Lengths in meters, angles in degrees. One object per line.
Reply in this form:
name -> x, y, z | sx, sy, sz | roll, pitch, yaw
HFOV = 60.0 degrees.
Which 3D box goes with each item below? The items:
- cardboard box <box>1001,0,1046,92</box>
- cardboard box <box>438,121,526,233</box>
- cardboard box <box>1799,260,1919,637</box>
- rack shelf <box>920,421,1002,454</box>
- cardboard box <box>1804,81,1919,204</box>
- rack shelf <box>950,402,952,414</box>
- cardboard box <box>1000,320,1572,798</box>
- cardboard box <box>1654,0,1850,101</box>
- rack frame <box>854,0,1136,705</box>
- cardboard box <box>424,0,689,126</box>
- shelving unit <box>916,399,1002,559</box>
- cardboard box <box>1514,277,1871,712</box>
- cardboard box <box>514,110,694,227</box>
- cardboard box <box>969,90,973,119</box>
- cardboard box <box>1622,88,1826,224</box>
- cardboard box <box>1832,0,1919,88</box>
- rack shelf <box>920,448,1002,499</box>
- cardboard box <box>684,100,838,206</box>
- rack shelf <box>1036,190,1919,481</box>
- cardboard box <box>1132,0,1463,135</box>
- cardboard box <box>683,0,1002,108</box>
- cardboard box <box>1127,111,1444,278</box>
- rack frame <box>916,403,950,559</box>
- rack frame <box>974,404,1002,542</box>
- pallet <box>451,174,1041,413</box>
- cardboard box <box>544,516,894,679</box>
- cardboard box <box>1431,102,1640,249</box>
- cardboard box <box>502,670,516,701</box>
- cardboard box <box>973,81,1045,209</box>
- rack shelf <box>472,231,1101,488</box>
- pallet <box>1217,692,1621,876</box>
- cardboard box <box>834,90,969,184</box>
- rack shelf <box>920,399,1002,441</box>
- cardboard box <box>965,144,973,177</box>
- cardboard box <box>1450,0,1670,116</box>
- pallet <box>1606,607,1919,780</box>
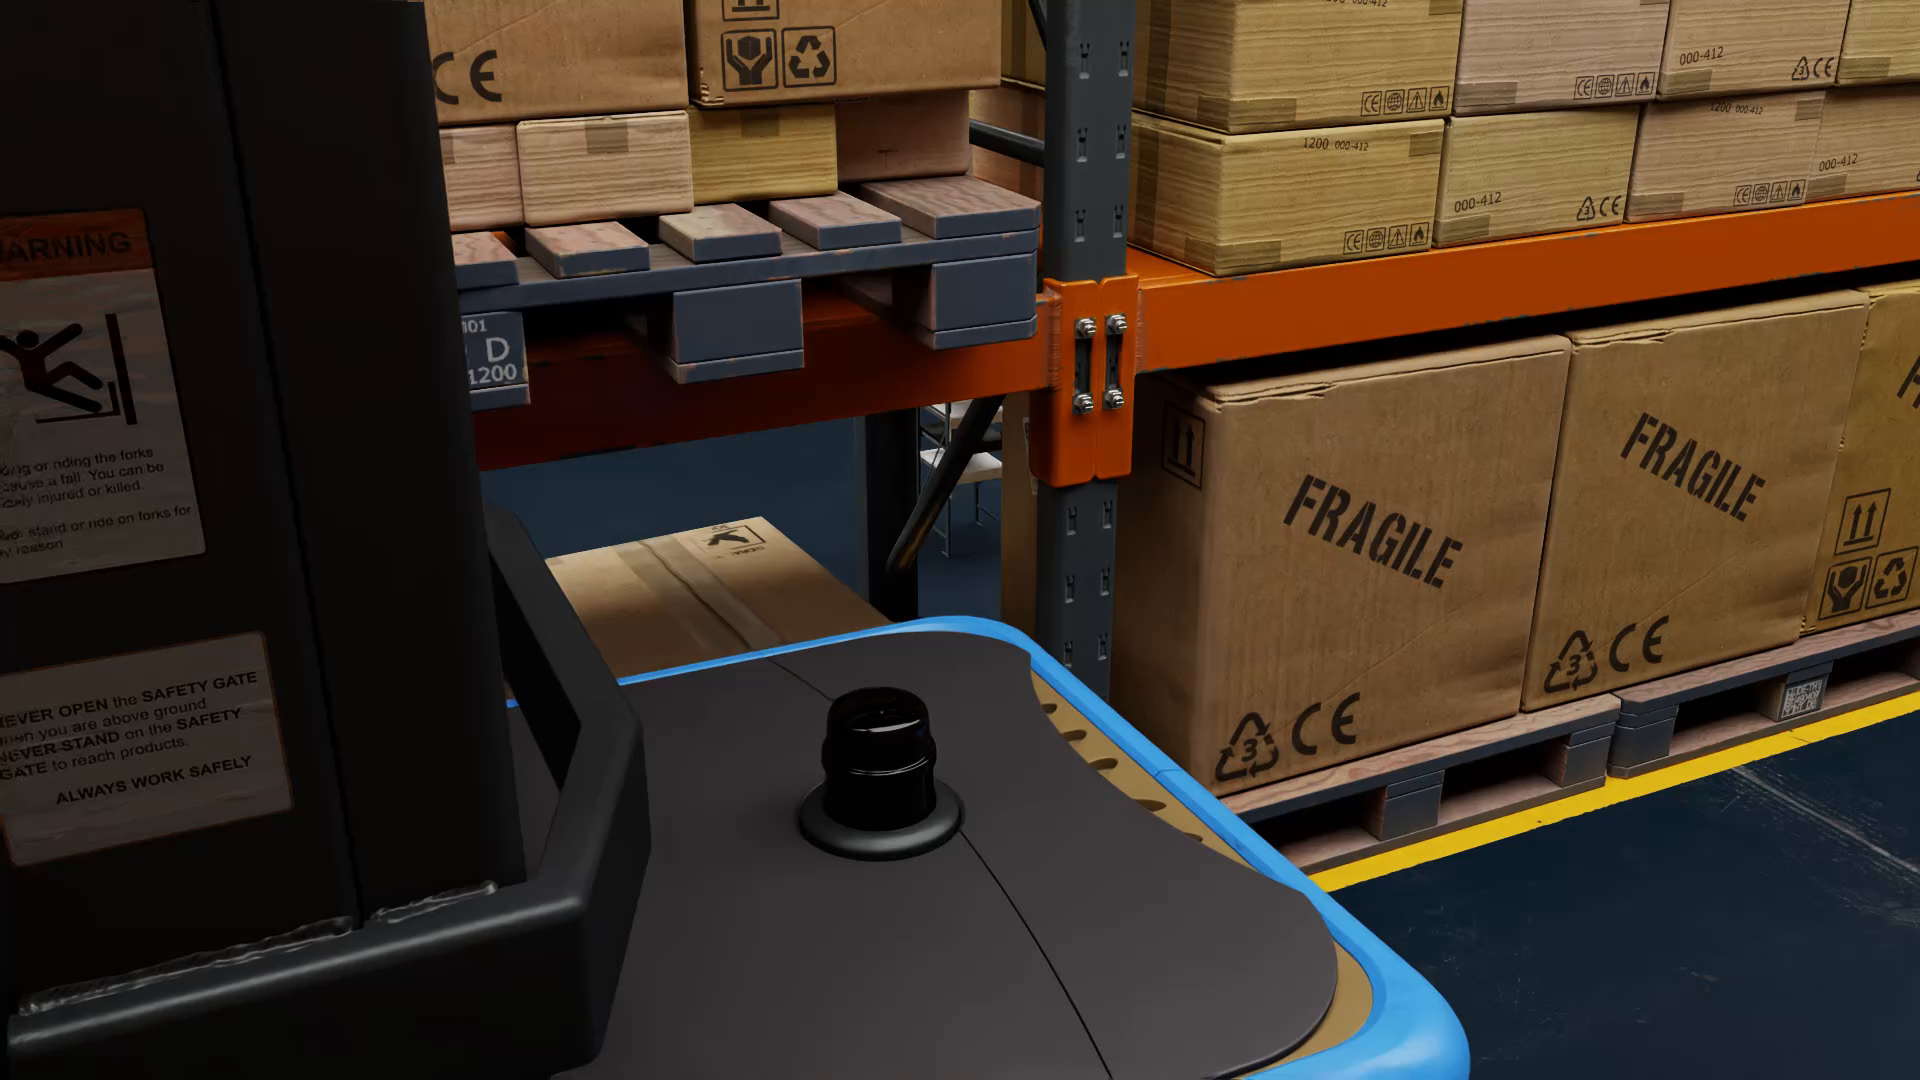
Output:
cardboard box -> 0.347, -1.115, 3.565 | 0.500, 0.250, 0.500 | -11, 25, -24
cardboard box -> -0.821, -0.563, 2.466 | 0.250, 0.149, 0.380 | -12, 25, -26
cardboard box -> 2.290, -0.379, 4.472 | 0.875, 0.875, 0.875 | -10, 24, -22
rack shelf -> 0.007, -0.303, 5.128 | 0.200, 0.077, 0.258 | -10, 25, -24
cardboard box -> 1.944, -0.970, 3.868 | 0.500, 0.250, 0.500 | -10, 25, -24
rack shelf -> 0.007, -0.469, 5.059 | 0.200, 0.077, 0.258 | -10, 25, -24
cardboard box -> 0.679, -0.084, 3.760 | 0.875, 0.875, 0.875 | -11, 25, -24
cardboard box -> 1.505, -1.110, 3.552 | 0.500, 0.250, 0.500 | -11, 25, -24
rack frame -> 0.021, -0.786, 3.226 | 0.127, 3.000, 1.000 | -10, 25, -24
cardboard box -> -0.729, -0.903, 2.440 | 0.500, 0.500, 0.500 | -11, 25, -24
shelving unit -> 0.007, -0.417, 5.081 | 0.210, 0.900, 0.258 | -10, 25, -24
cardboard box -> 1.485, -0.230, 4.114 | 0.875, 0.875, 0.875 | -10, 25, -23
cardboard box -> -0.590, -0.602, 2.561 | 0.250, 0.149, 0.380 | -11, 25, -24
cardboard box -> -0.114, -2.140, 8.237 | 0.500, 0.250, 0.500 | -12, 25, -26
cardboard box -> 1.501, -0.887, 3.667 | 0.500, 0.250, 0.500 | -10, 24, -22
cardboard box -> 1.968, -1.190, 3.745 | 0.500, 0.250, 0.500 | -10, 24, -23
rack shelf -> 0.007, -0.220, 5.163 | 0.200, 0.077, 0.258 | -10, 25, -24
cardboard box -> -0.383, -0.659, 2.699 | 0.250, 0.149, 0.380 | -10, 25, -23
rack shelf -> 1.823, -0.785, 4.165 | 4.000, 0.370, 1.077 | -10, 25, -24
cardboard box -> 0.584, -0.946, 3.157 | 0.500, 0.250, 0.500 | -11, 25, -24
cardboard box -> -0.268, -0.992, 2.656 | 0.500, 0.500, 0.500 | -11, 25, -25
cardboard box -> 0.571, -0.711, 3.241 | 0.500, 0.250, 0.500 | -11, 25, -25
rack frame -> -0.084, -0.400, 5.040 | 0.006, 0.900, 0.240 | -10, 25, -24
rack frame -> 0.099, -0.434, 5.122 | 0.006, 0.900, 0.240 | -10, 25, -24
pallet -> -0.575, -0.542, 2.889 | 1.003, 0.211, 1.213 | -10, 25, -24
cardboard box -> -0.493, 0.325, 3.430 | 0.625, 0.372, 0.950 | -12, 25, -27
cardboard box -> 1.026, -0.802, 3.462 | 0.500, 0.250, 0.500 | -11, 25, -25
cardboard box -> -1.154, 0.450, 3.128 | 0.625, 0.372, 0.950 | -11, 25, -25
cardboard box -> 0.364, -0.890, 3.674 | 0.500, 0.250, 0.500 | -11, 25, -25
rack shelf -> -1.781, -0.122, 2.562 | 4.000, 0.370, 1.077 | -10, 25, -24
pallet -> 0.764, 0.398, 4.013 | 1.213, 0.211, 1.003 | -10, 25, -24
cardboard box -> -0.173, -0.728, 2.867 | 0.250, 0.149, 0.380 | -9, 24, -22
rack shelf -> 0.007, -0.386, 5.094 | 0.200, 0.077, 0.258 | -10, 25, -24
cardboard box -> -0.097, -1.799, 8.394 | 0.500, 0.500, 0.500 | -11, 25, -25
cardboard box -> 1.051, -1.032, 3.363 | 0.500, 0.250, 0.500 | -10, 24, -22
pallet -> 1.862, 0.197, 4.498 | 1.213, 0.211, 1.003 | -10, 25, -24
